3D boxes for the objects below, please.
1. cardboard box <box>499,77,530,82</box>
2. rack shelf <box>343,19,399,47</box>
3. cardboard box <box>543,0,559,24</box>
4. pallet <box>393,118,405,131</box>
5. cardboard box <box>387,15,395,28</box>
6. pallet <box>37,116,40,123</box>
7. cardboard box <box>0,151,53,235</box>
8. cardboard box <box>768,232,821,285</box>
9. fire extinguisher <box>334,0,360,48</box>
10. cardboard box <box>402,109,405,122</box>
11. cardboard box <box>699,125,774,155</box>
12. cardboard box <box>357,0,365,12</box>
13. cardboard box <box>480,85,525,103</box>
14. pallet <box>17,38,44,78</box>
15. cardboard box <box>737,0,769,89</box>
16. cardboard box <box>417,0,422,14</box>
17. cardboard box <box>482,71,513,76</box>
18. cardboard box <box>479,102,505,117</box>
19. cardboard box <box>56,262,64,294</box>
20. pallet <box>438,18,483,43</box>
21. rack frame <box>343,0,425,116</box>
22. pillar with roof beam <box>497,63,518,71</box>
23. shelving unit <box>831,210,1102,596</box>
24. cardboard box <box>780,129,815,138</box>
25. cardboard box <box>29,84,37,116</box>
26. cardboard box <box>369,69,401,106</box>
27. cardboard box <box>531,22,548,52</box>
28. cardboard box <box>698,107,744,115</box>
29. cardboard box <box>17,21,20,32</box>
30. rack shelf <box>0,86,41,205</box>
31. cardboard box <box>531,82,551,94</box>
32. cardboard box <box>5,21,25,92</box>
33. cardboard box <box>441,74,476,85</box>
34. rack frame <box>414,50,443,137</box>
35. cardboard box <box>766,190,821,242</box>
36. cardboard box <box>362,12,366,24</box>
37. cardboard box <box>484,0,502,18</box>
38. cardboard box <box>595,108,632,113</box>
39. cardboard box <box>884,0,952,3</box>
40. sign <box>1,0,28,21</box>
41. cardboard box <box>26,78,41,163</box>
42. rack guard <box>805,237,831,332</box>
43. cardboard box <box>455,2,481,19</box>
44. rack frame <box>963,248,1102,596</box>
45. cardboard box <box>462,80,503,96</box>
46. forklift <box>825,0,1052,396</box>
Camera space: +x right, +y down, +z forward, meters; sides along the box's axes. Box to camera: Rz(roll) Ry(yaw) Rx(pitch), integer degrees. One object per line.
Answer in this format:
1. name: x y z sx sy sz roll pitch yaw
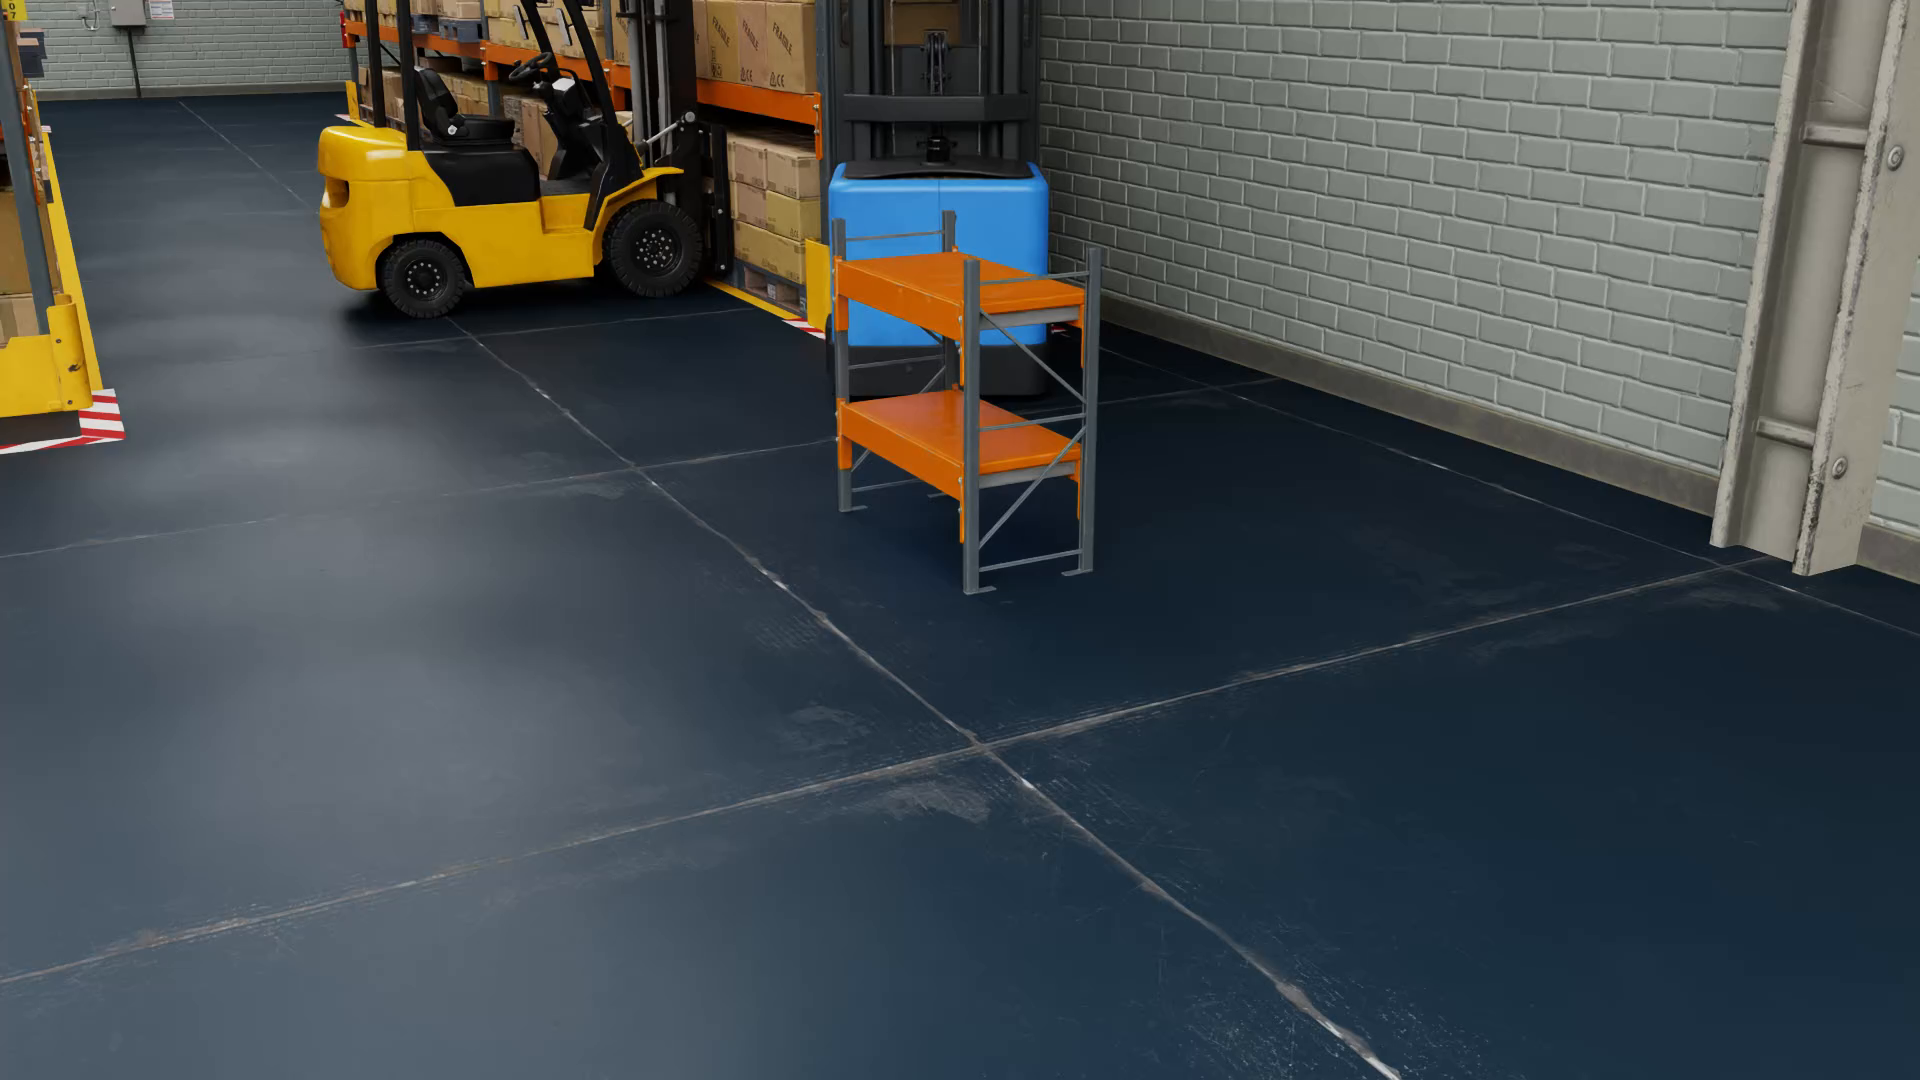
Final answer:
1. cardboard box: -4.773 -4.936 18.032 0.380 0.149 0.250 -10 21 -26
2. rack shelf: -6.988 -6.434 21.282 1.077 0.370 4.000 -10 21 -27
3. cardboard box: -3.186 -4.465 13.935 0.500 0.250 0.500 -10 21 -26
4. pallet: -6.364 -5.079 20.527 1.003 0.211 1.213 -10 21 -27
5. cardboard box: -6.699 -6.276 20.106 0.380 0.149 0.250 -9 21 -25
6. pallet: -11.856 -5.043 20.422 1.003 0.211 1.213 -10 21 -27
7. cardboard box: -5.602 -1.967 9.654 0.500 0.500 0.500 -9 21 -24
8. cardboard box: -0.841 -1.740 10.147 0.500 0.250 0.500 -10 21 -26
9. fire extinguisher: -8.414 -7.106 22.817 0.296 0.674 0.183 -10 21 -27
10. cardboard box: -6.561 -5.165 20.229 0.380 0.149 0.250 -11 22 -28
11. cardboard box: -1.563 -2.646 11.240 0.500 0.250 0.500 -10 22 -28
12. cardboard box: -7.476 -6.956 21.467 0.500 0.250 0.500 -10 22 -28
13. cardboard box: -4.596 -4.478 16.704 0.380 0.149 0.250 -11 22 -29
14. pallet: -6.841 -3.285 11.347 1.003 0.211 1.213 -10 21 -27
15. cardboard box: -1.043 -3.054 10.229 0.500 0.500 0.500 -9 21 -25
16. cardboard box: -5.716 -5.877 18.126 0.396 0.266 0.258 -9 21 -24
17. cardboard box: -5.212 -5.250 18.942 0.380 0.149 0.250 -11 22 -29
18. cardboard box: -4.529 -4.157 16.768 0.500 0.500 0.500 -9 21 -25
19. cardboard box: -5.082 -1.306 8.890 0.500 0.250 0.500 -9 21 -25
20. pallet: -4.522 -5.145 16.737 1.213 0.211 1.003 -10 21 -27
21. rack frame: -7.938 -7.348 22.829 1.000 3.000 0.127 -10 21 -27
22. pillar with roof beam: -9.364 -8.709 17.574 9.100 9.000 0.400 -10 21 -27
23. shelving unit: -0.003 -0.534 5.954 0.538 1.125 1.048 -10 21 -27
24. cardboard box: -0.870 -2.582 11.054 0.500 0.250 0.500 -10 21 -27
25. cardboard box: -11.461 -5.130 19.685 0.875 0.438 0.875 -9 21 -25
26. cardboard box: -7.359 -5.924 21.888 0.700 0.500 0.500 -9 21 -24
27. cardboard box: -3.413 -4.375 14.440 0.500 0.250 0.500 -9 21 -25
28. cardboard box: -1.836 -3.164 12.740 0.500 0.250 0.500 -10 21 -26
29. cardboard box: -7.537 -4.023 12.932 0.380 0.149 0.250 -10 21 -26
30. rack shelf: -5.656 -2.219 9.068 1.077 0.370 4.000 -10 21 -27
31. cardboard box: -4.215 -4.654 17.213 0.380 0.149 0.250 -9 21 -25
32. cardboard box: -4.687 -2.352 7.740 0.500 0.500 0.500 -10 22 -27
33. cardboard box: -5.543 -5.086 18.466 0.380 0.149 0.250 -10 21 -27
34. rack frame: -6.038 -6.200 19.501 1.000 3.000 0.127 -10 21 -27
35. cardboard box: -0.846 -1.982 10.081 0.500 0.250 0.500 -10 22 -27
36. cardboard box: -7.455 -6.715 21.379 0.380 0.149 0.250 -11 22 -28
37. cardboard box: -4.165 -5.048 15.626 0.500 0.250 0.500 -10 21 -27
38. cardboard box: -2.859 -3.352 14.242 0.875 0.625 0.625 -10 22 -27
39. cardboard box: -0.273 -3.247 9.794 0.380 0.149 0.250 -11 22 -28
40. sign: -4.229 -2.479 7.389 0.100 0.325 0.005 -10 21 -27
41. cardboard box: -9.180 -3.944 15.576 0.875 0.875 0.875 -10 21 -26
42. rack guard: -0.329 -1.567 9.905 1.175 0.500 0.348 -10 21 -27
43. cardboard box: -4.788 -5.261 16.520 0.380 0.149 0.250 -10 21 -26
44. rack frame: 0.238 -0.388 5.531 0.500 1.125 0.032 -10 21 -27
45. cardboard box: -5.044 -4.788 17.603 0.380 0.149 0.250 -10 22 -27
46. forklift: -0.134 -2.495 8.870 1.130 2.935 3.031 -1 19 -1
